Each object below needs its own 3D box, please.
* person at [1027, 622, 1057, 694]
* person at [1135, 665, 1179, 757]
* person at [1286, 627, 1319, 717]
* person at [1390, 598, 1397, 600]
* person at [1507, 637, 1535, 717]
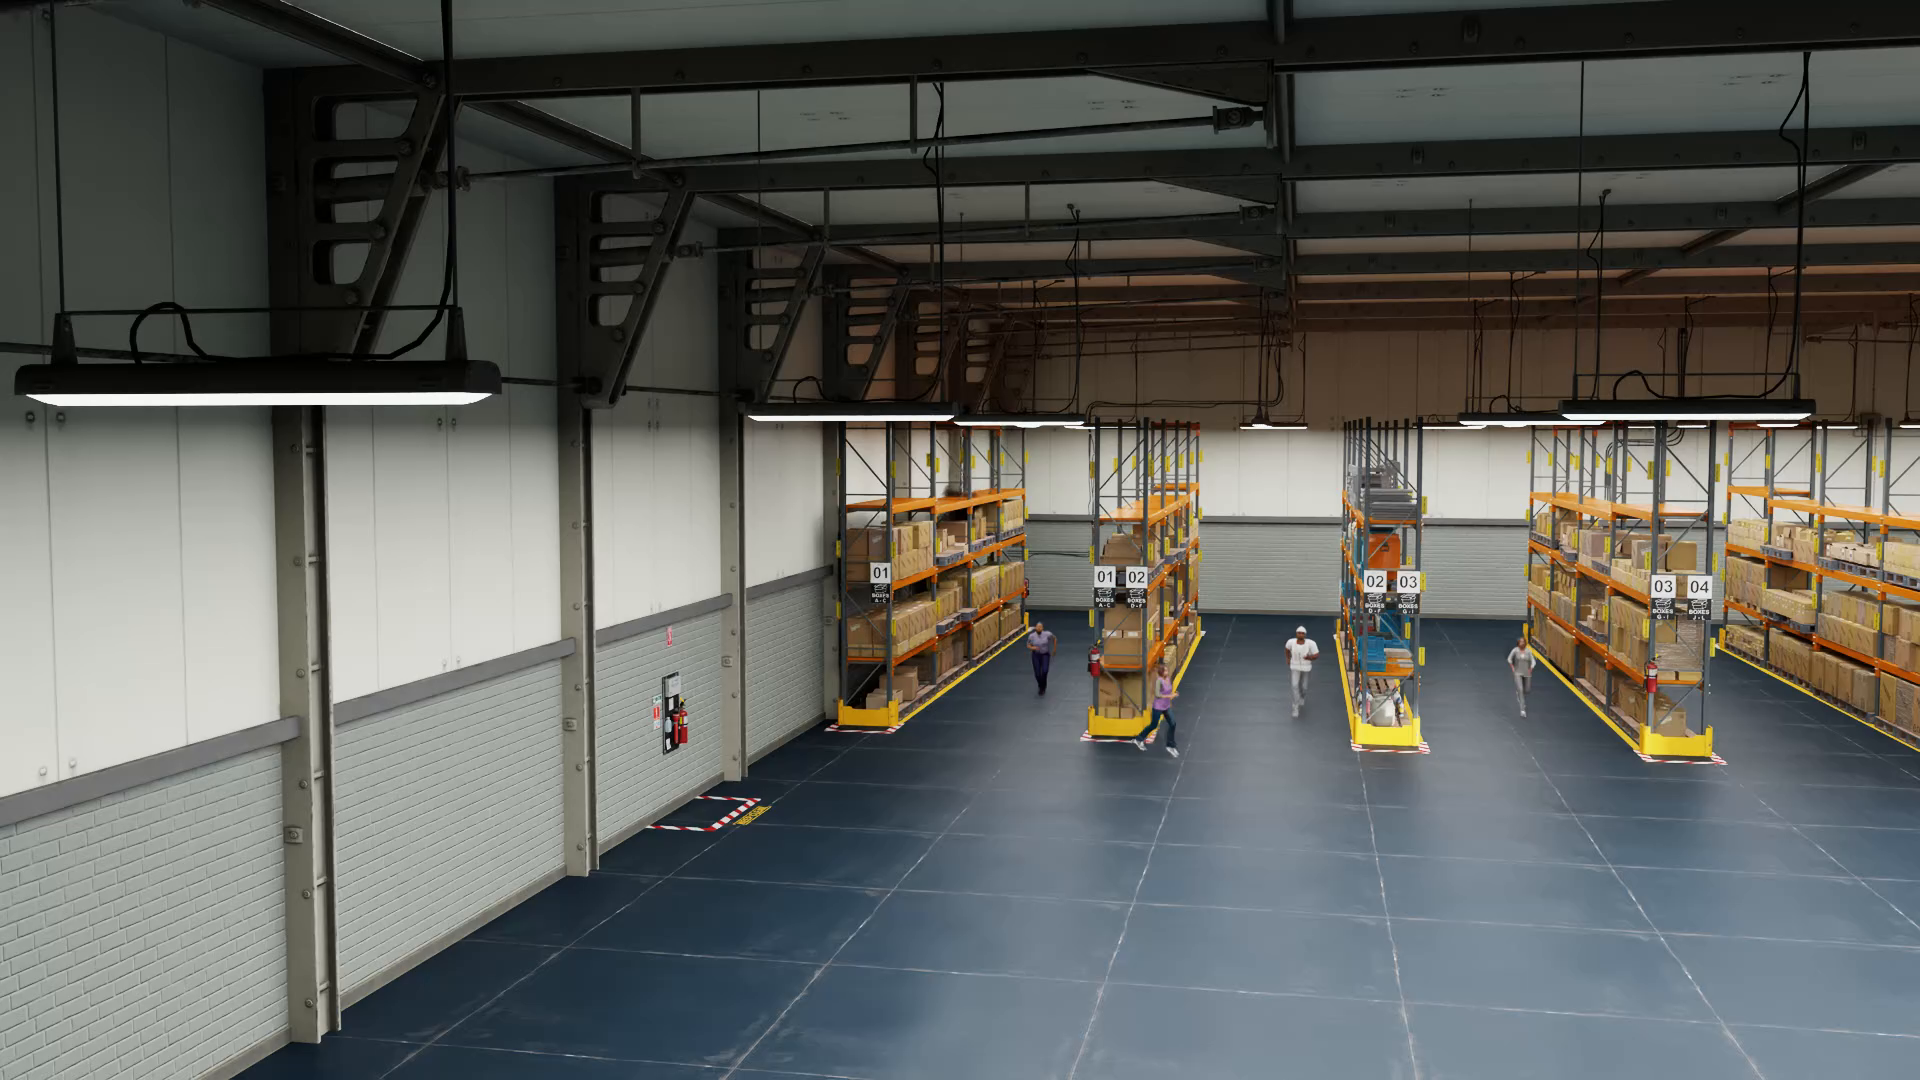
[{"bbox_3d":[1.778,2.581,36.174,0.643,1.580,0.692,0,4,5],"label":"person"},{"bbox_3d":[3.533,3.008,29.507,0.850,1.629,0.547,3,5,41],"label":"person"},{"bbox_3d":[6.966,2.659,33.859,0.661,1.813,1.014,1,4,9],"label":"person"},{"bbox_3d":[12.352,1.762,47.556,0.967,1.811,0.727,2,4,27],"label":"person"},{"bbox_3d":[11.454,2.763,33.917,0.520,1.580,0.925,0,4,5],"label":"person"}]
